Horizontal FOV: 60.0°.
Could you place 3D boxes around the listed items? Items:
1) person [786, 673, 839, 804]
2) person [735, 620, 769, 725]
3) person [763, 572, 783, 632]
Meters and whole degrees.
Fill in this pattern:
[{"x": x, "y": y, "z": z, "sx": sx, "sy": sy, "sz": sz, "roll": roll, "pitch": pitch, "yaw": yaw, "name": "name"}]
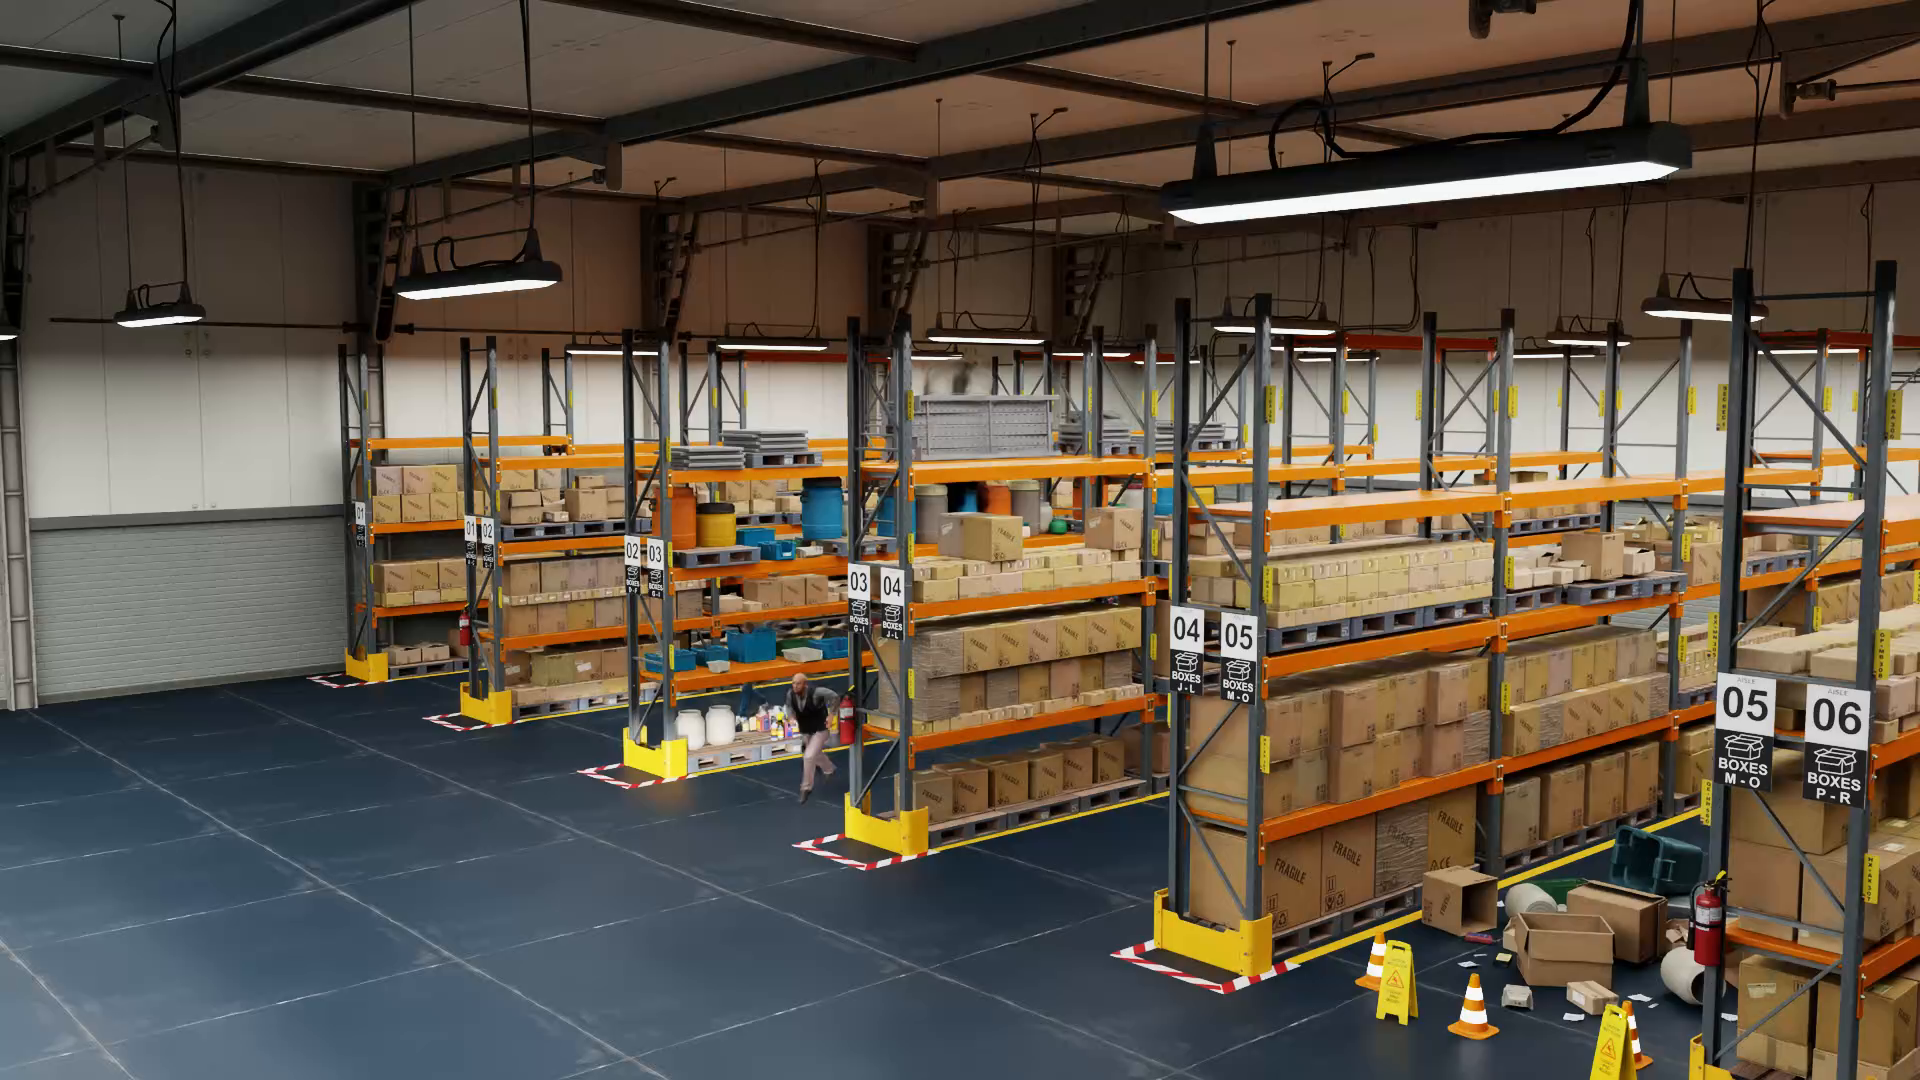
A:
[{"x": -1.828, "y": 2.476, "z": 21.220, "sx": 0.701, "sy": 1.682, "sz": 0.994, "roll": 2, "pitch": 6, "yaw": 25, "name": "person"}, {"x": -3.286, "y": 2.029, "z": 25.851, "sx": 0.536, "sy": 1.595, "sz": 0.878, "roll": 4, "pitch": 7, "yaw": 38, "name": "person"}, {"x": -3.766, "y": 1.385, "z": 33.048, "sx": 0.569, "sy": 1.661, "sz": 0.554, "roll": 5, "pitch": 7, "yaw": 42, "name": "person"}]
